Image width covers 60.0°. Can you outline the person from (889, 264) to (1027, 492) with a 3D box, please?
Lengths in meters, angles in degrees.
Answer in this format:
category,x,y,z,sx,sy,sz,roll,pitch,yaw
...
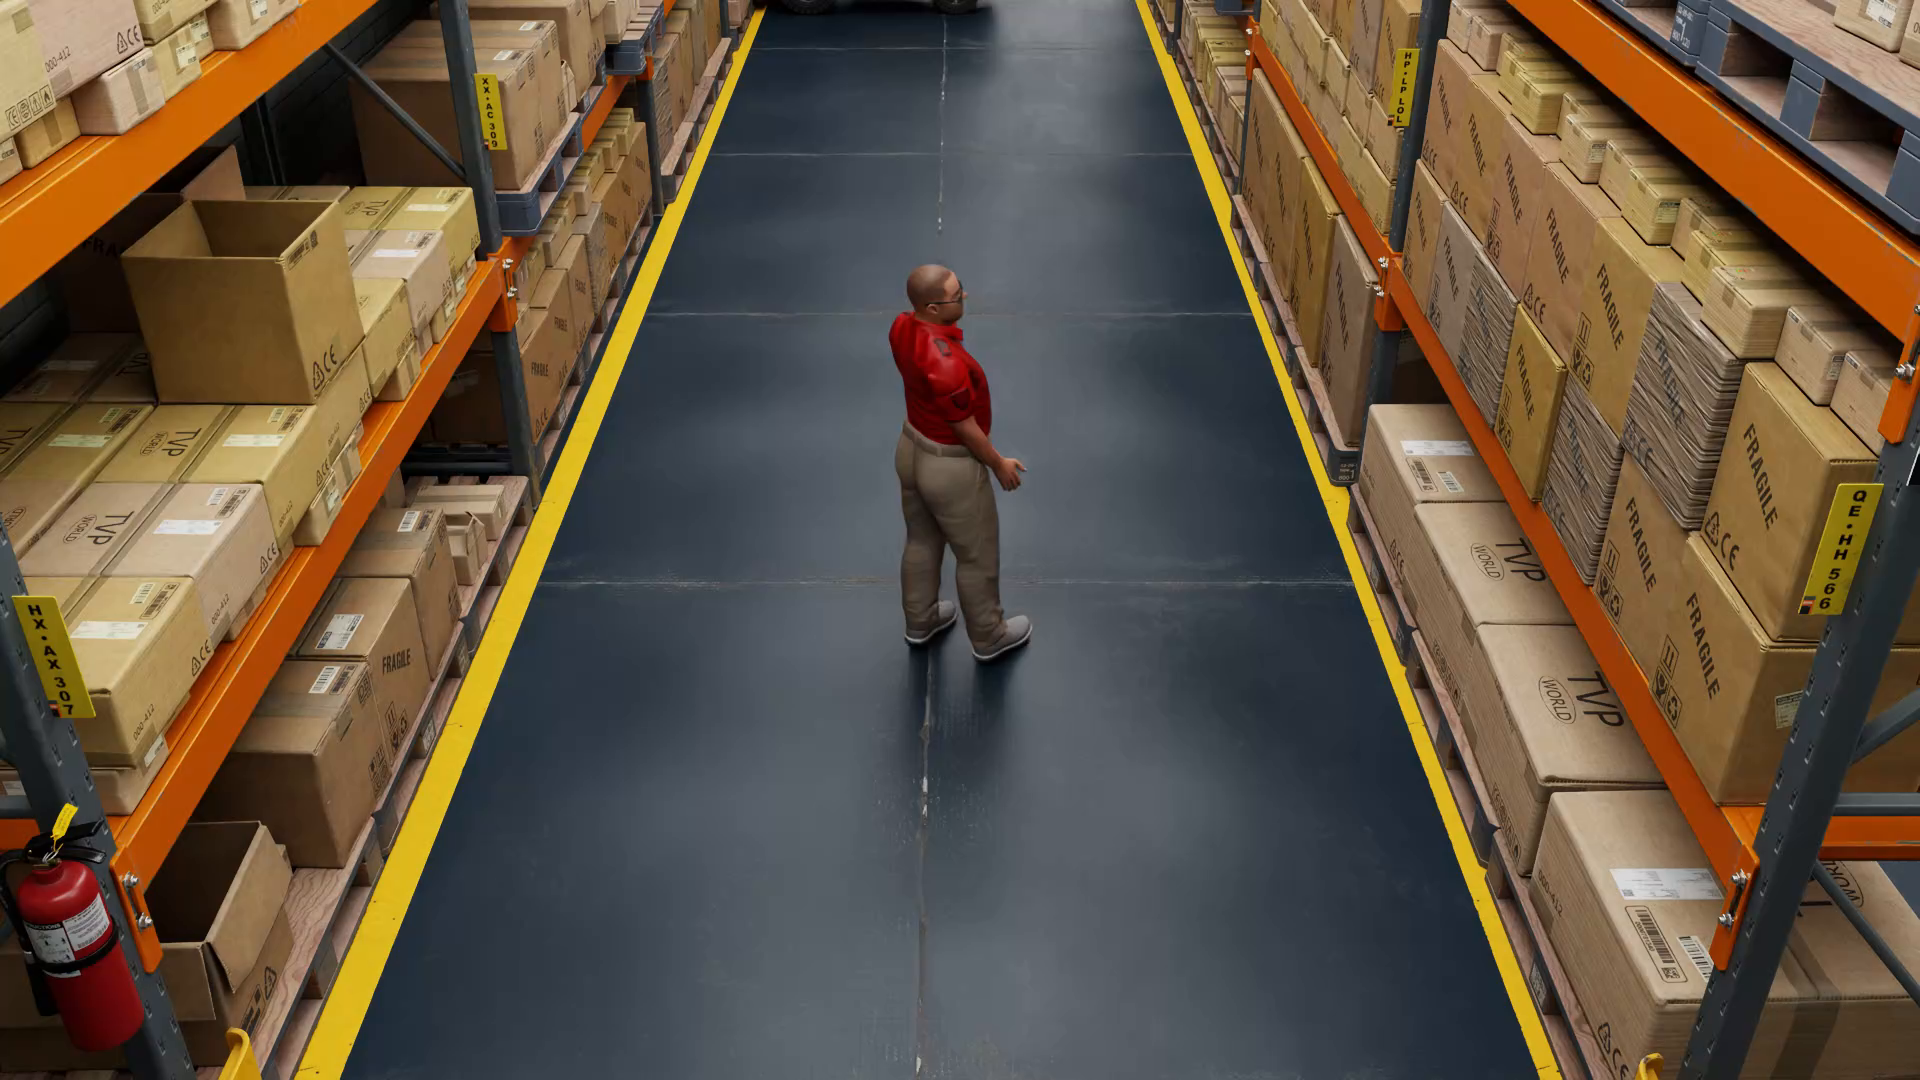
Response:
category,x,y,z,sx,sy,sz,roll,pitch,yaw
person,-0.037,-0.623,6.437,0.428,0.997,0.532,-17,35,-26
